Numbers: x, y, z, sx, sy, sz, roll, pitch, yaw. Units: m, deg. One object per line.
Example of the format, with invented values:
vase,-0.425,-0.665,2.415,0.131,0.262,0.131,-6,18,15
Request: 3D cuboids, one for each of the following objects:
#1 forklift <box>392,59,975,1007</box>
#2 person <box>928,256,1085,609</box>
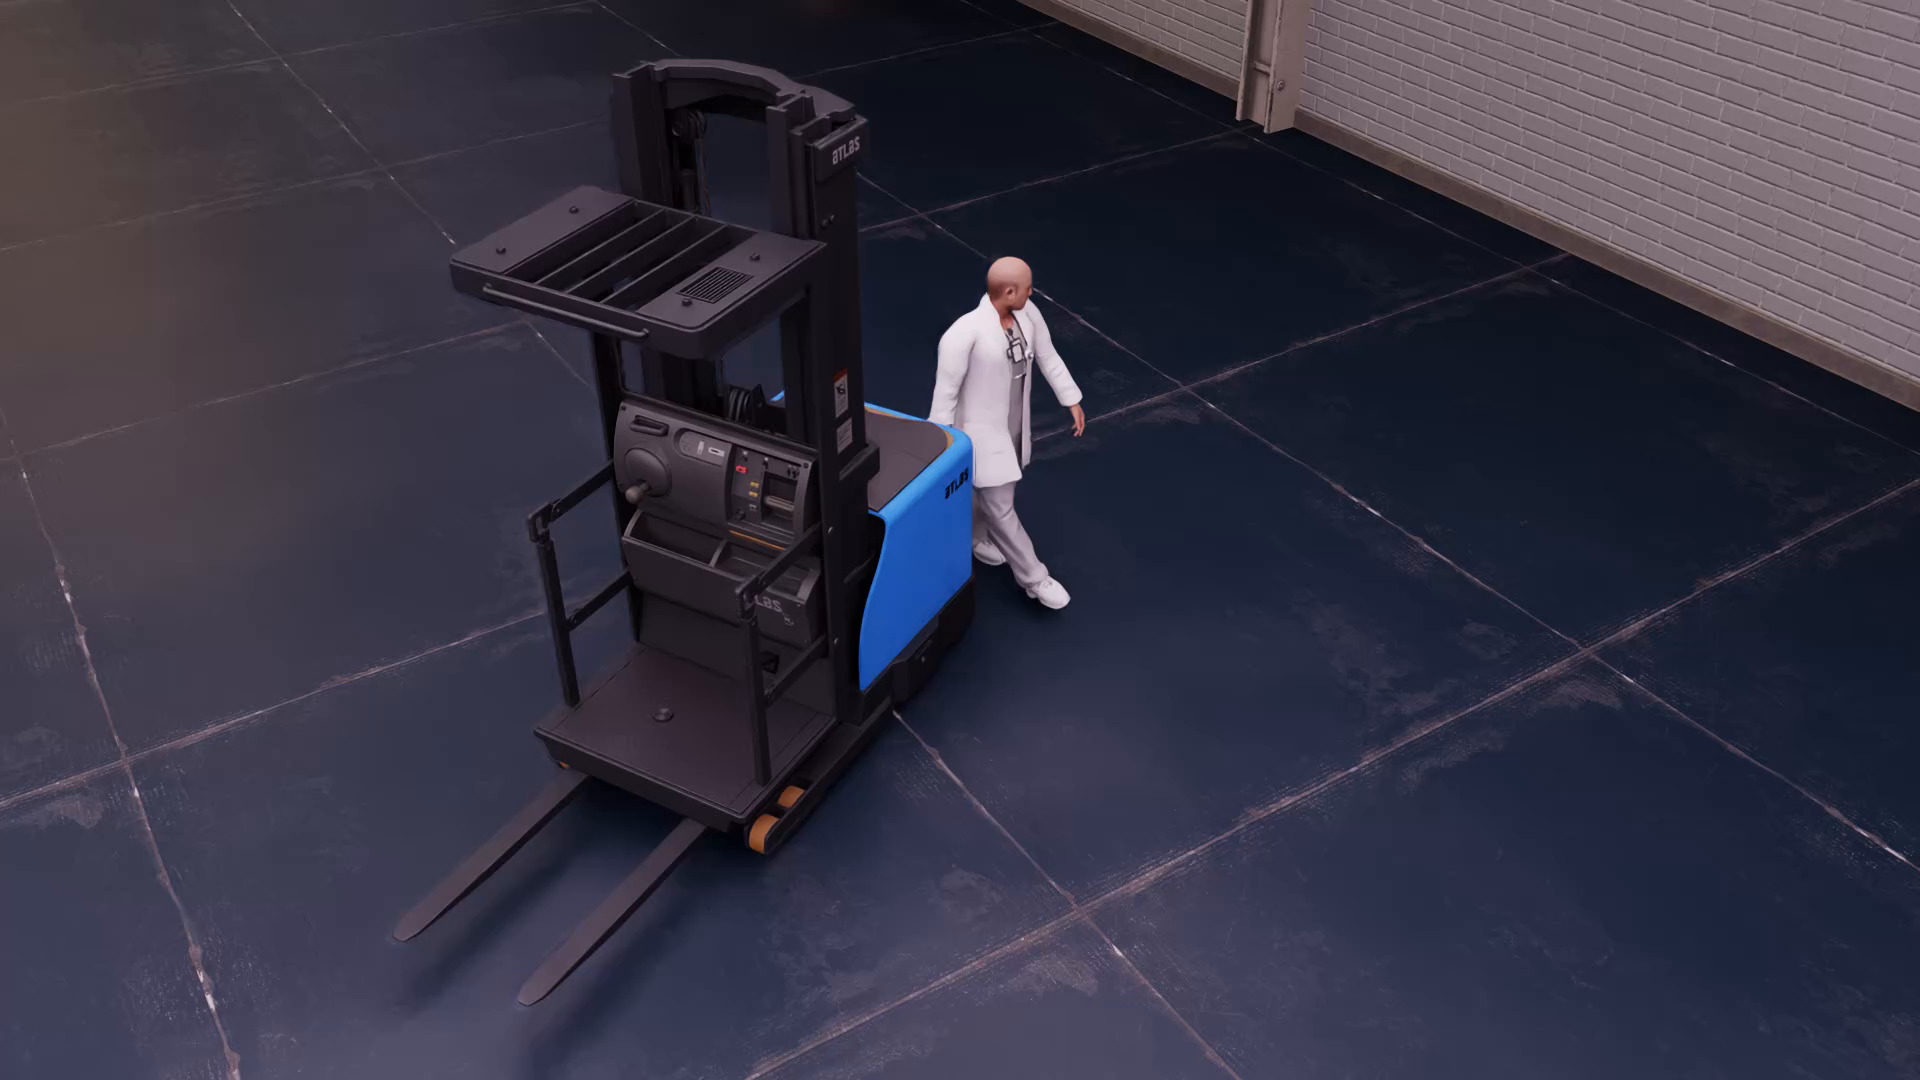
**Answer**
forklift,-1.089,-0.204,6.437,1.130,2.935,3.031,18,39,24
person,0.249,-0.510,7.915,0.919,1.741,0.783,26,43,32
